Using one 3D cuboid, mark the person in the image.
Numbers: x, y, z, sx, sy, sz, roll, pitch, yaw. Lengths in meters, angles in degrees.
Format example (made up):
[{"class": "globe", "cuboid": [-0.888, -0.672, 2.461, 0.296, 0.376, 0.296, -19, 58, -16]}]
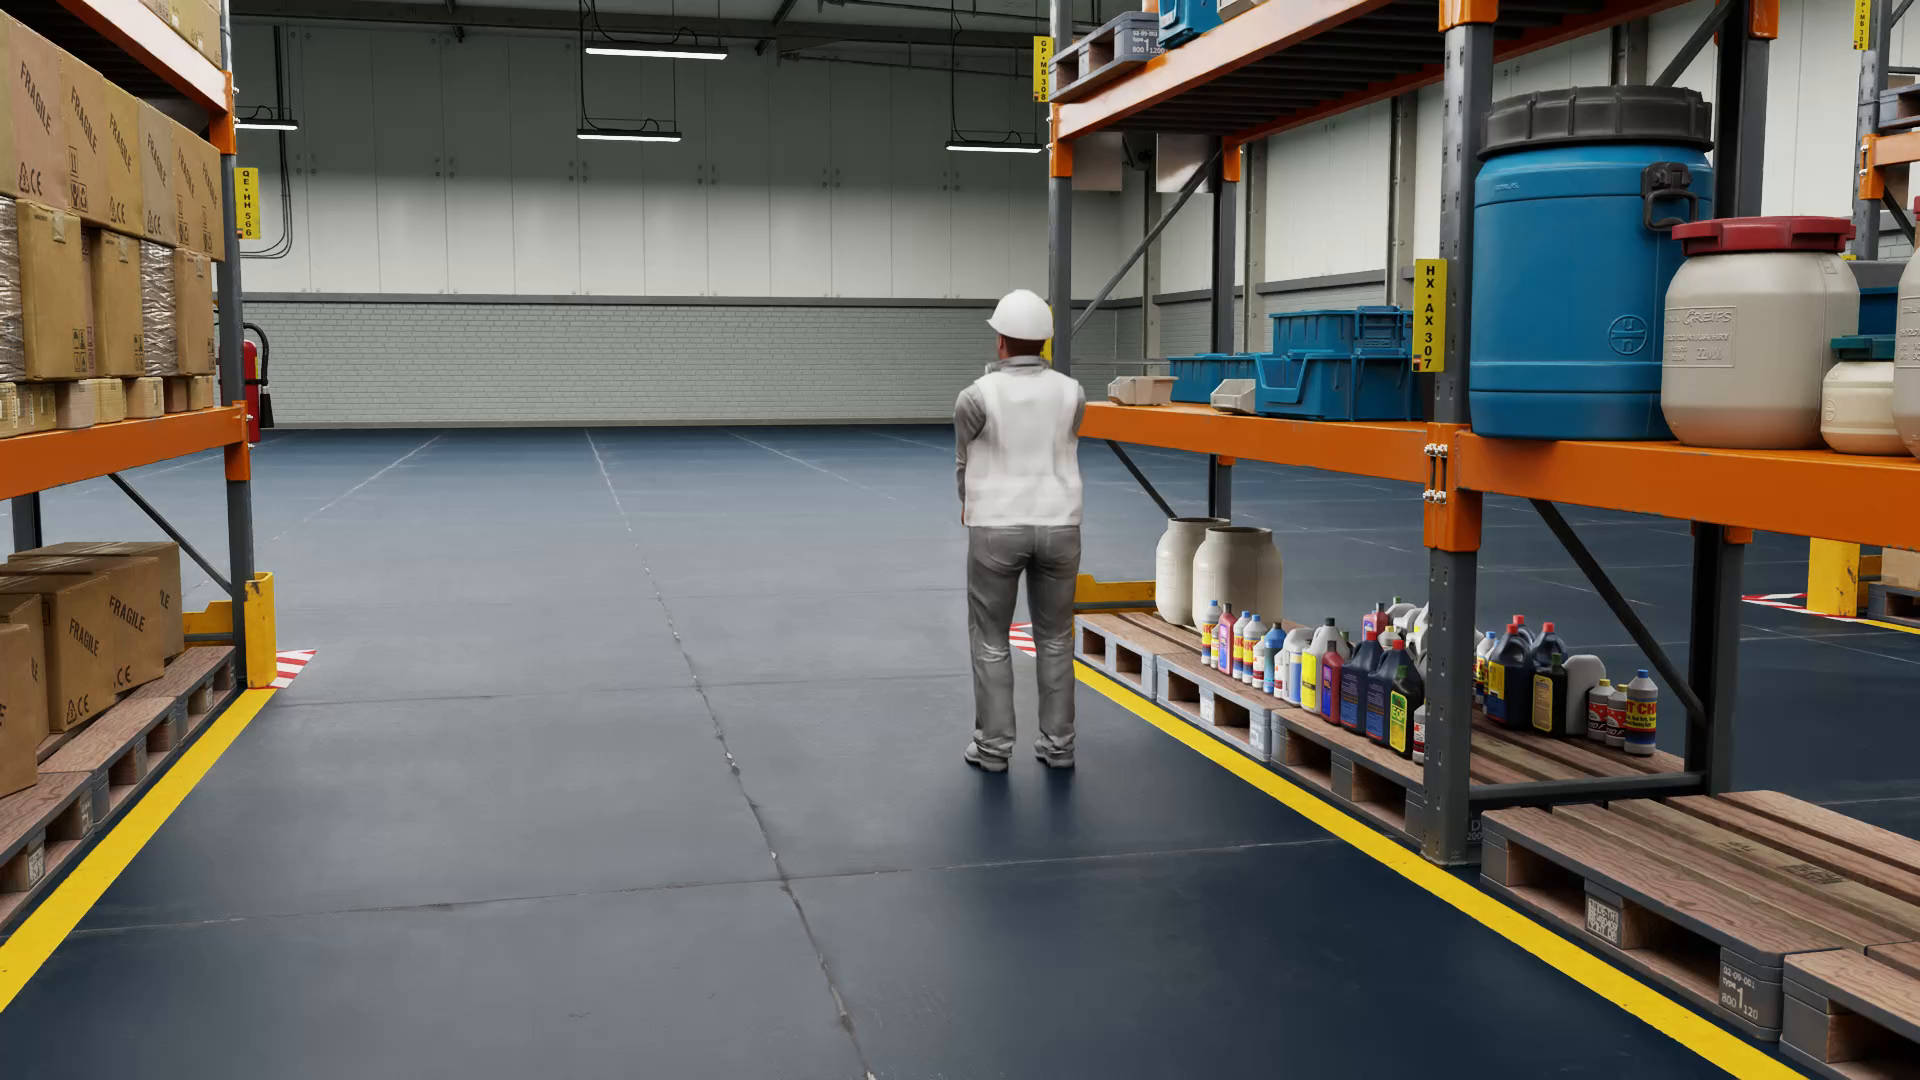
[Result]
[{"class": "person", "cuboid": [0.198, -0.042, 6.247, 0.494, 1.767, 0.545, -1, 6, -13]}]
